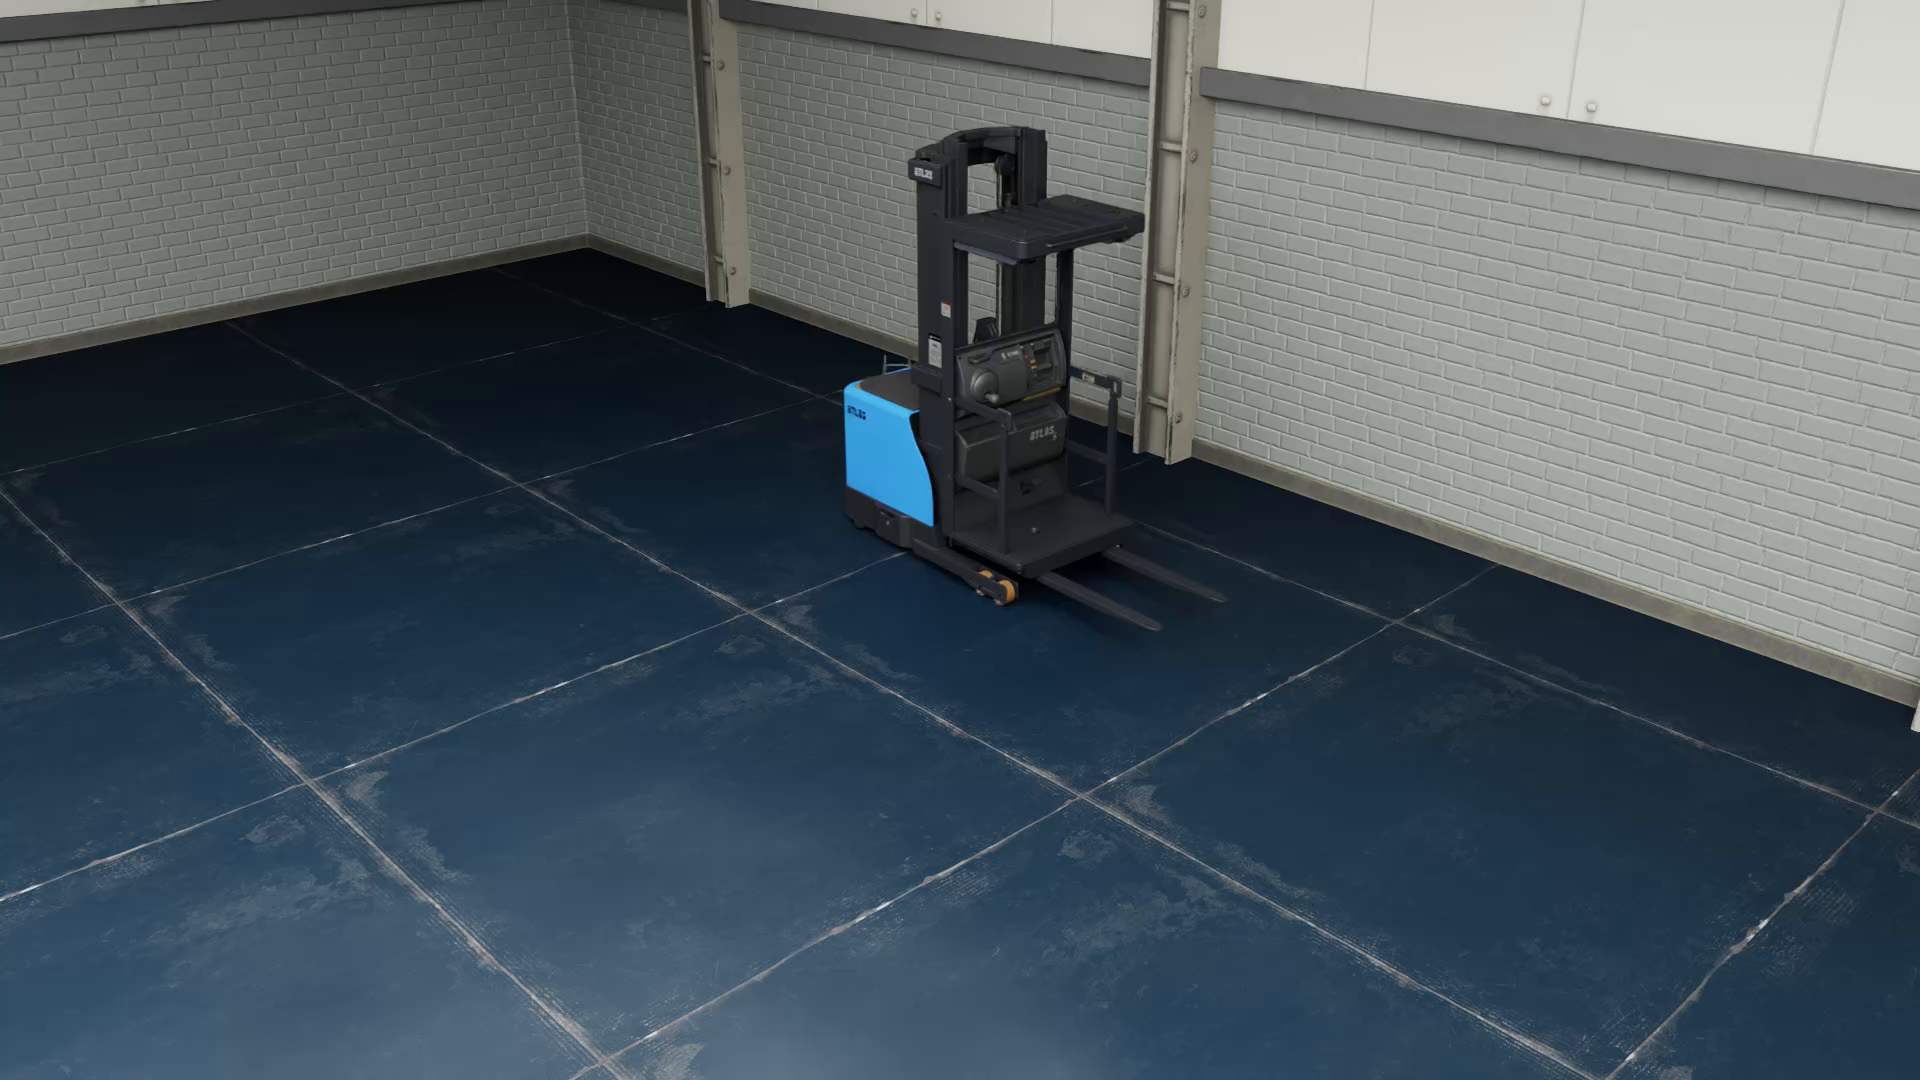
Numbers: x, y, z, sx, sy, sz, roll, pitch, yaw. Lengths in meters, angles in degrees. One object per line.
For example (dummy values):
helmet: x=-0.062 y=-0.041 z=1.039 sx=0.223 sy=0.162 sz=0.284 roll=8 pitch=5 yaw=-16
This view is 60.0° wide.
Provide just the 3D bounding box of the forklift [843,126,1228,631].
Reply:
forklift: x=0.488 y=-1.136 z=11.006 sx=1.130 sy=2.935 sz=3.031 roll=-20 pitch=31 yaw=-36

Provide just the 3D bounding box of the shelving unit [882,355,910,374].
shelving unit: x=-0.476 y=-0.865 z=12.675 sx=0.215 sy=1.050 sz=0.252 roll=0 pitch=24 yaw=0

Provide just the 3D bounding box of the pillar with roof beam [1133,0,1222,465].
pillar with roof beam: x=-1.483 y=-3.579 z=9.050 sx=9.100 sy=9.000 sz=0.400 roll=-21 pitch=32 yaw=-38

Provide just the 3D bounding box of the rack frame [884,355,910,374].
rack frame: x=-0.476 y=-0.915 z=12.786 sx=0.200 sy=1.050 sz=0.008 roll=0 pitch=24 yaw=0

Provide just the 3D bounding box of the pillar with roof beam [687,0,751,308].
pillar with roof beam: x=-5.584 y=-5.397 z=13.035 sx=9.100 sy=9.000 sz=0.400 roll=-21 pitch=32 yaw=-38

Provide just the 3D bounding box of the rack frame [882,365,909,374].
rack frame: x=-0.476 y=-0.815 z=12.563 sx=0.200 sy=1.050 sz=0.008 roll=0 pitch=24 yaw=0
